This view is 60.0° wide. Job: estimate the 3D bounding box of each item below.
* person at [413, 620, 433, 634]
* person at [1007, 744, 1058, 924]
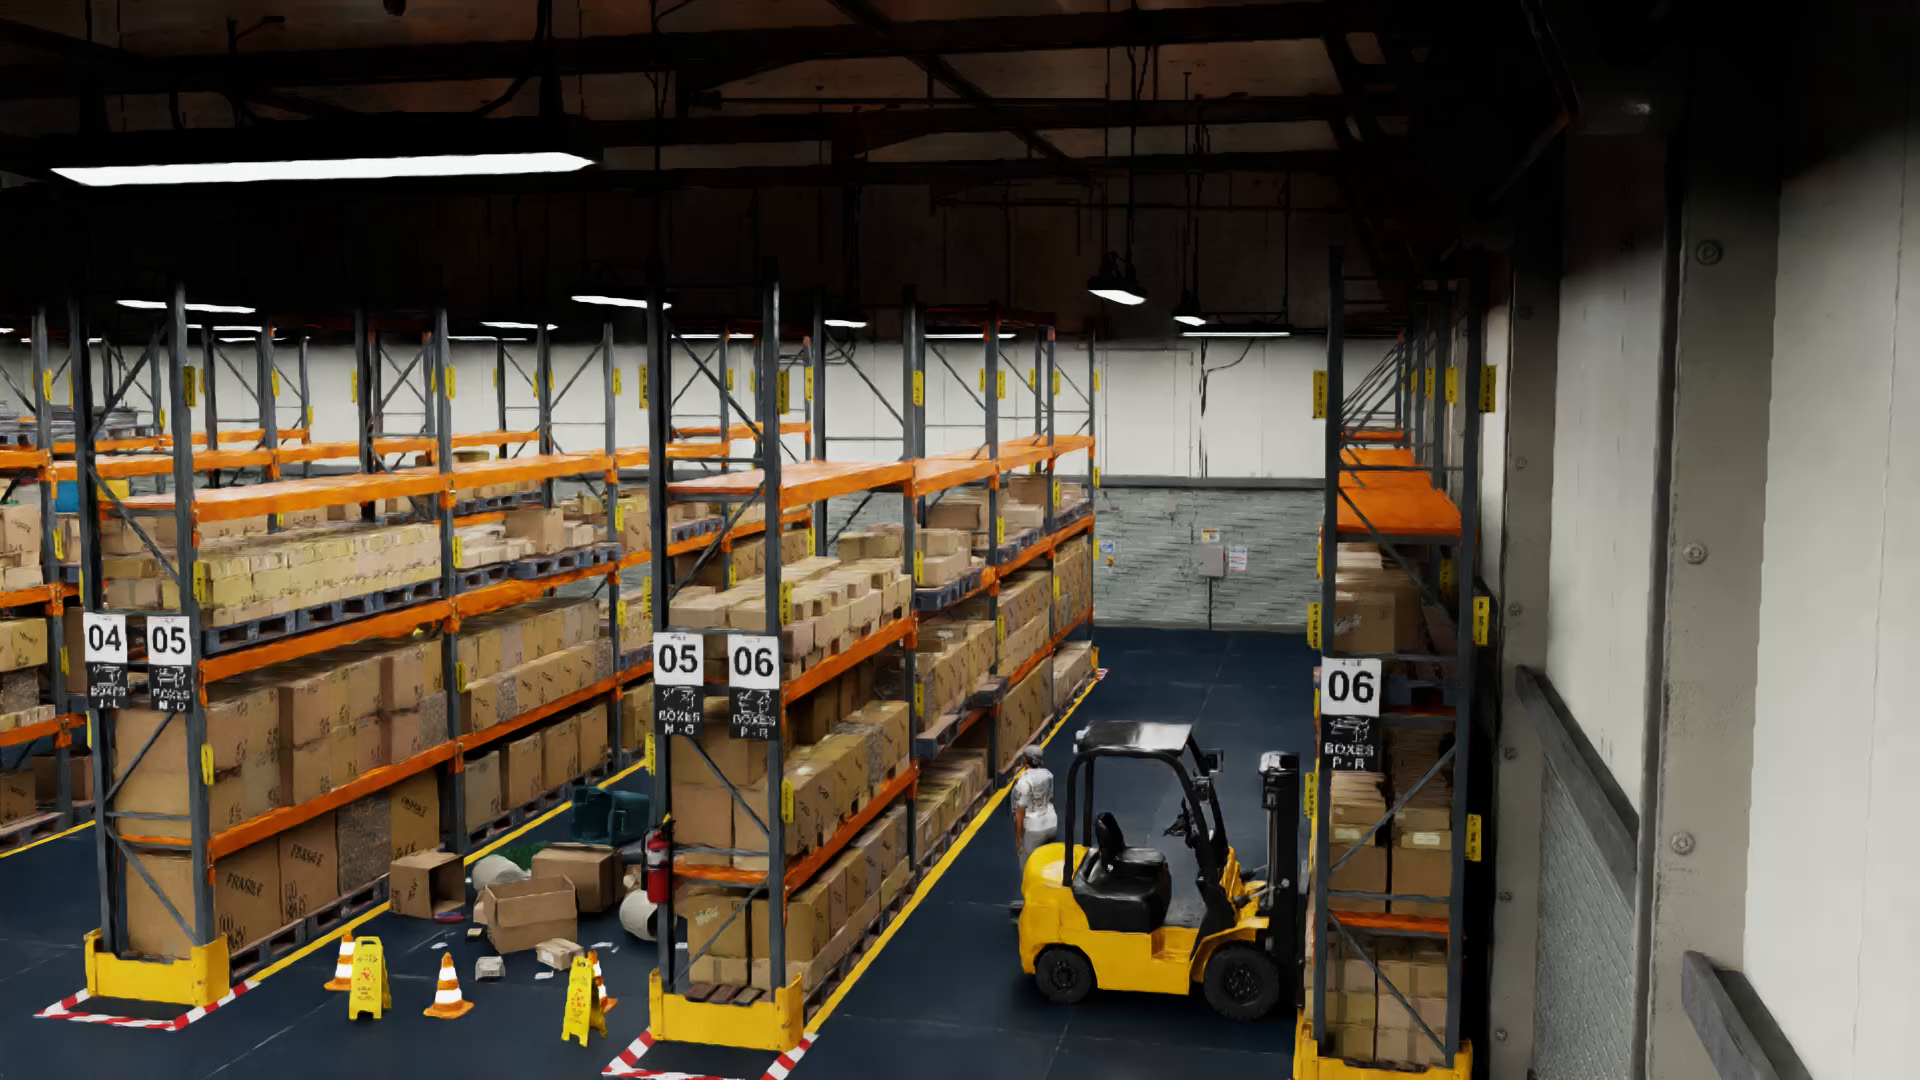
[{"bbox_3d":[-7.590,1.870,23.714,0.464,1.772,0.645,-1,6,-9],"label":"person"},{"bbox_3d":[0.652,2.747,15.729,0.524,1.665,0.569,5,7,39],"label":"person"}]
